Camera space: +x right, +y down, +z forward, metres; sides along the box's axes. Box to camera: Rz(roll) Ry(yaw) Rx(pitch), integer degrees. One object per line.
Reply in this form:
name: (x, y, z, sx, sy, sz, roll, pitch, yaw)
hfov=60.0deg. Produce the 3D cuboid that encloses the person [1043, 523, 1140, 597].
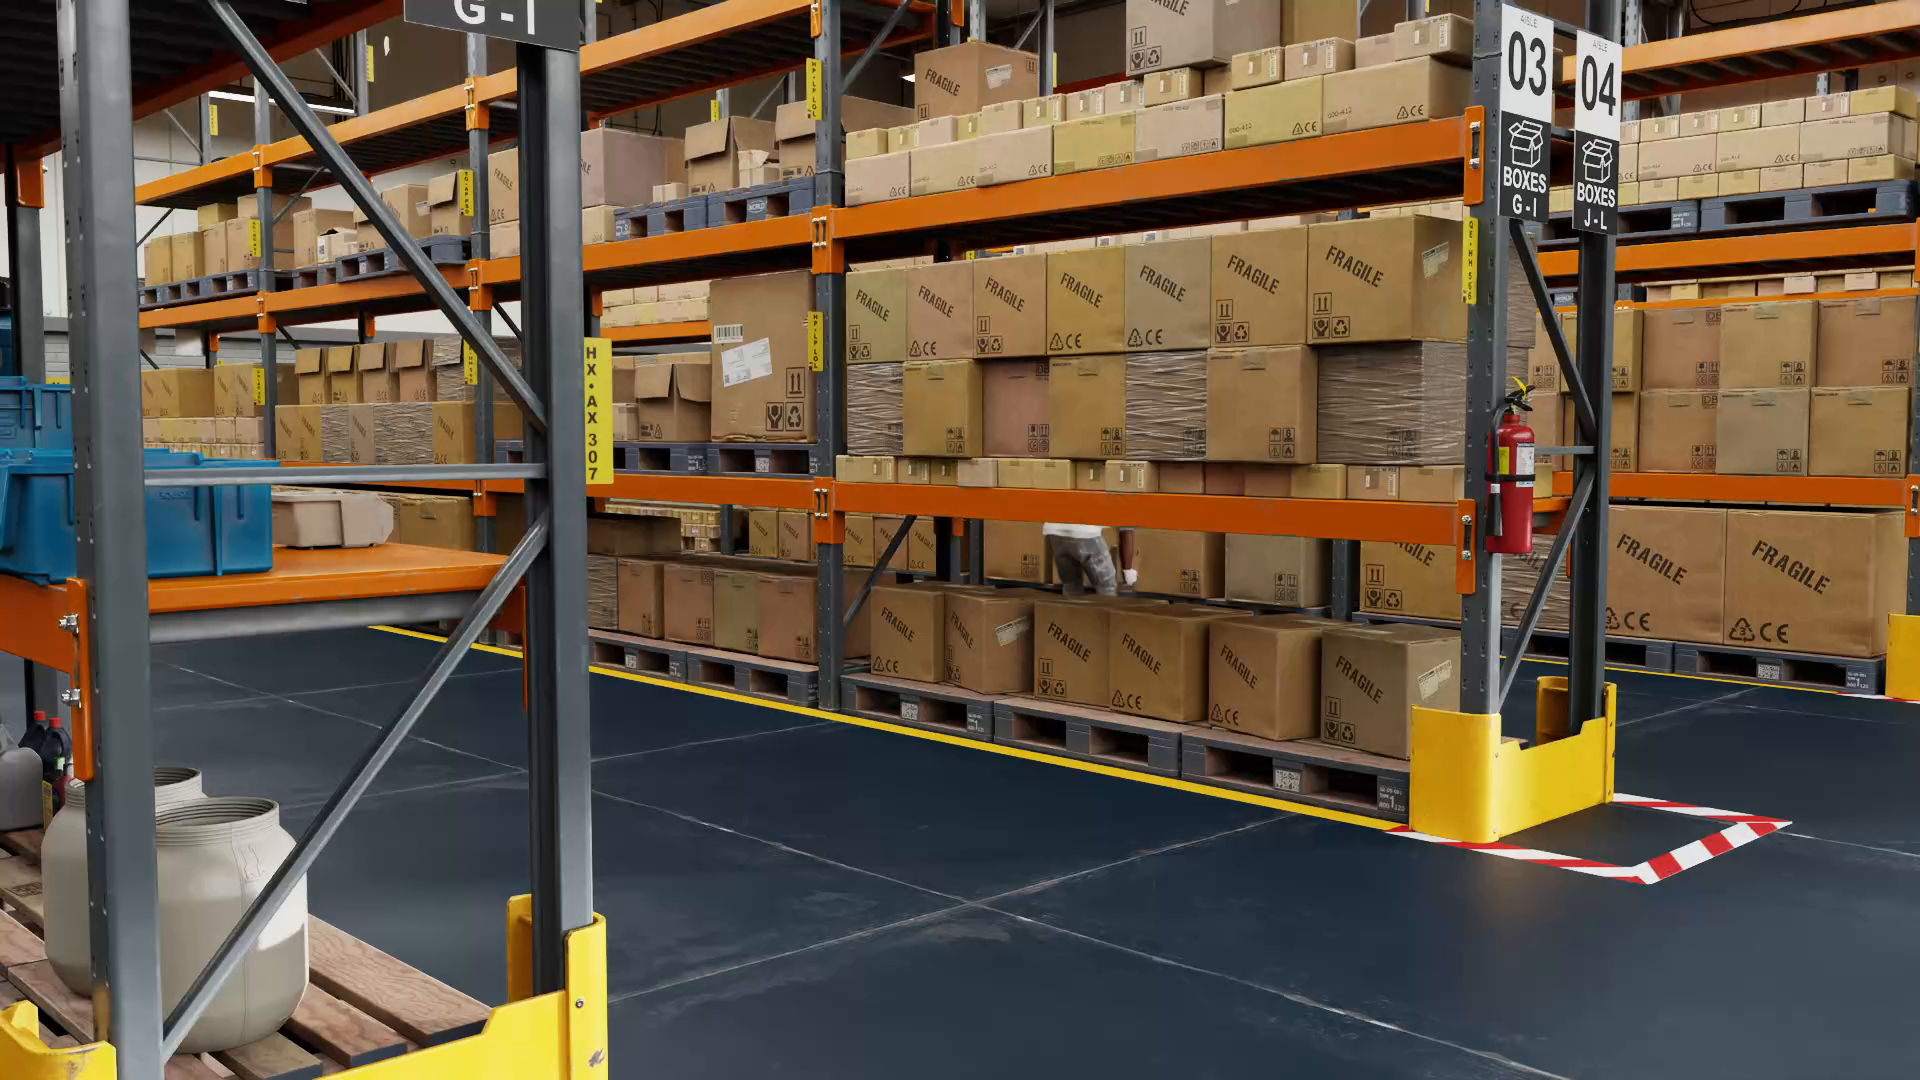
person: (0.964, 0.118, 11.654, 0.494, 1.398, 0.895, 4, 5, 44)
